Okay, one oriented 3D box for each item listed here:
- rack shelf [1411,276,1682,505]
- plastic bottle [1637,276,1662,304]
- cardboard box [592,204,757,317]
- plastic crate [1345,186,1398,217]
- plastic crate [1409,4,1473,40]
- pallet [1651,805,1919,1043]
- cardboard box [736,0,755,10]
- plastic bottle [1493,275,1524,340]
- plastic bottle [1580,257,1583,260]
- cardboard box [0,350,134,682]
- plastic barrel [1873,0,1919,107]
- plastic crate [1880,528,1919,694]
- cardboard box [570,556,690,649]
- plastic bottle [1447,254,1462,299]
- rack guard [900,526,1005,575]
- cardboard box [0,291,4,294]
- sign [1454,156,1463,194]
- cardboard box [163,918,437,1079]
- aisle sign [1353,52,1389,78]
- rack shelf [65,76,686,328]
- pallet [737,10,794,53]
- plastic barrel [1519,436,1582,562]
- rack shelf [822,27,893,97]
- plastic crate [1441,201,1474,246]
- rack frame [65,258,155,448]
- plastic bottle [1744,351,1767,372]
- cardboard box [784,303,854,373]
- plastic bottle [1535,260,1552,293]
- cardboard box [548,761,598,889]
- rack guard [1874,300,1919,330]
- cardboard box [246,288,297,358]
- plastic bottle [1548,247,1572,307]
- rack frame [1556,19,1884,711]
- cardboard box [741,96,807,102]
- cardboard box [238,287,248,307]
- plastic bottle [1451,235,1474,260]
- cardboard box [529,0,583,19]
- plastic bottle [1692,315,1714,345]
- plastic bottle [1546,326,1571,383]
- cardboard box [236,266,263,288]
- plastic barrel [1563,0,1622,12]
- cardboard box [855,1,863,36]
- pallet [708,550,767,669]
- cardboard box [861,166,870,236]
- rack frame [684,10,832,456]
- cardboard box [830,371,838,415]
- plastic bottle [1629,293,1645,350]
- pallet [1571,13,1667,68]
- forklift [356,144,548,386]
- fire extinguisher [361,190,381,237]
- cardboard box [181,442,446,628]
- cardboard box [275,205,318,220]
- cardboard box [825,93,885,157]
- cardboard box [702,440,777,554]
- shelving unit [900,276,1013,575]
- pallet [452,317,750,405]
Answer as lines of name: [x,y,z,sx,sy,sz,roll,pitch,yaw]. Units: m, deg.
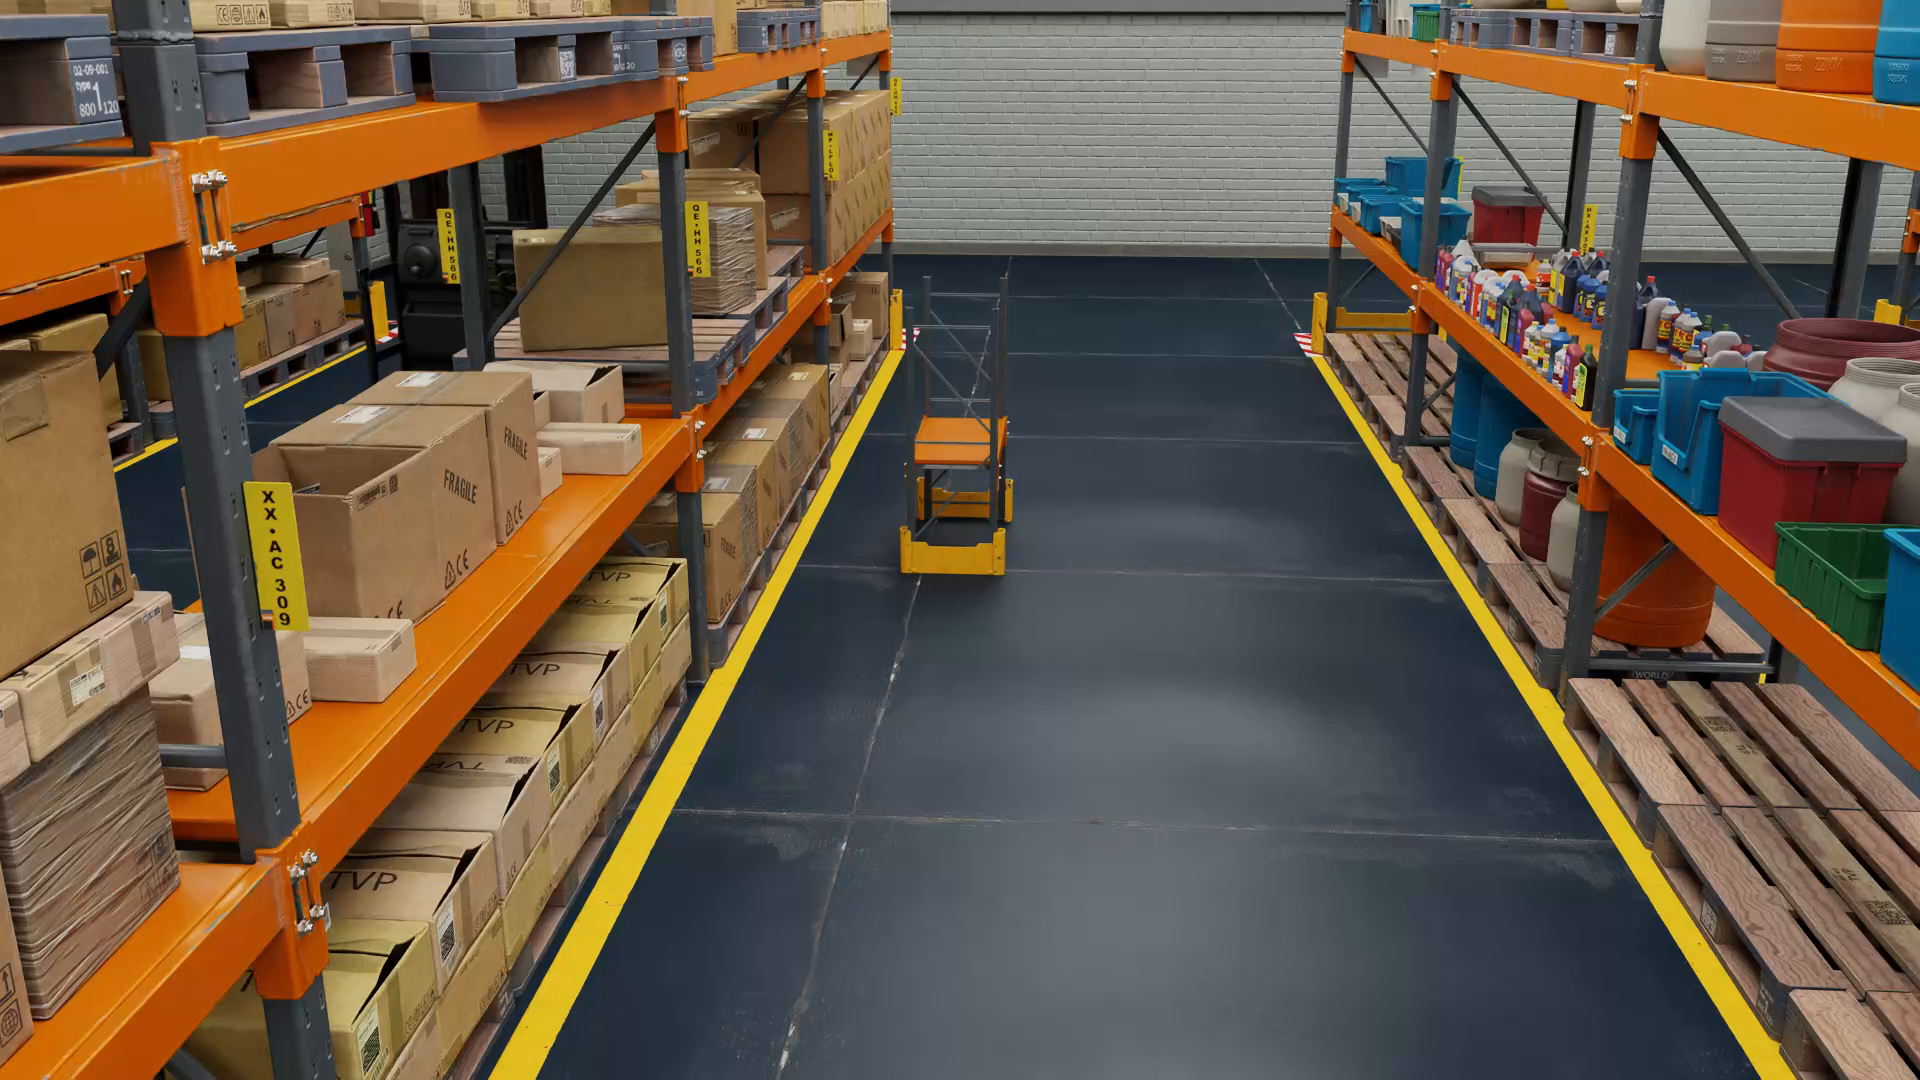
rack shelf: [3.389,-0.936,9.118,1.077,0.370,4.000,1,18,4]
plastic bottle: [3.714,-1.241,8.972,0.144,0.351,0.185,1,18,4]
cardboard box: [-1.506,-1.494,8.829,0.700,0.500,0.500,5,19,14]
plastic crate: [3.426,-2.817,13.875,0.416,0.233,0.300,1,18,4]
plastic crate: [3.279,-3.535,11.346,0.416,0.233,0.300,1,18,4]
pallet: [3.061,1.286,5.660,1.003,0.211,1.213,1,18,4]
cardboard box: [-1.543,-3.368,9.572,0.600,0.600,0.600,1,18,3]
plastic bottle: [3.007,-1.271,9.064,0.144,0.351,0.185,1,18,4]
plastic bottle: [3.800,-1.597,10.179,0.152,0.276,0.135,1,18,4]
cardboard box: [-2.007,-0.052,3.022,0.700,0.500,0.500,1,18,4]
plastic barrel: [2.873,-1.647,4.511,0.600,0.901,0.708,1,18,4]
plastic crate: [2.728,0.243,4.389,0.392,0.384,0.575,1,18,4]
cardboard box: [-1.487,0.240,7.214,0.500,0.311,0.500,2,18,5]
plastic bottle: [3.074,-1.626,10.274,0.097,0.271,0.097,0,18,0]
rack guard: [-0.041,0.060,9.340,0.587,0.250,0.087,1,18,4]
cardboard box: [-6.193,-1.583,10.308,0.380,0.149,0.250,1,18,4]
sign: [4.369,-3.212,14.646,0.100,0.325,0.005,1,18,4]
cardboard box: [-1.703,1.191,4.310,0.500,0.311,0.500,1,18,4]
aisle sign: [3.528,-4.406,14.377,0.394,0.787,0.004,1,18,4]
rack shelf: [-1.838,-1.231,5.201,1.077,0.370,4.000,1,18,4]
pallet: [-1.596,-2.824,9.209,1.213,0.211,1.003,1,18,4]
plastic barrel: [3.345,-0.214,8.956,0.600,0.588,0.708,1,18,4]
rack shelf: [-1.265,-3.716,12.784,1.077,0.370,4.000,1,18,4]
plastic crate: [3.826,-2.342,12.346,0.437,0.282,0.530,1,18,4]
rack frame: [-6.349,-2.120,11.577,1.000,3.000,0.127,1,18,4]
plastic bottle: [3.599,-0.725,7.518,0.152,0.276,0.135,1,18,4]
cardboard box: [-1.279,-1.617,13.344,0.797,0.503,0.637,1,18,4]
plastic bottle: [3.701,-1.672,10.528,0.097,0.201,0.097,0,18,0]
cardboard box: [-1.596,0.983,5.846,0.500,0.250,0.500,2,18,5]
rack guard: [8.761,-1.851,14.768,1.175,0.500,0.348,1,18,4]
cardboard box: [-6.084,-1.843,14.071,0.700,0.500,0.500,1,18,2]
plastic bottle: [3.649,-1.586,10.026,0.144,0.351,0.185,1,18,4]
rack frame: [3.246,-0.657,7.111,1.000,3.000,0.127,1,18,4]
cardboard box: [-1.487,-3.326,13.491,0.500,0.500,0.500,2,18,5]
cardboard box: [-5.950,-1.935,13.309,0.380,0.149,0.250,1,18,2]
plastic bottle: [3.181,-1.761,10.560,0.144,0.351,0.185,1,18,4]
cardboard box: [-1.691,-2.017,6.011,0.500,0.250,0.500,2,18,5]
plastic bottle: [3.704,-0.985,8.298,0.061,0.283,0.133,1,18,4]
plastic bottle: [2.906,-0.899,8.055,0.097,0.271,0.097,0,18,0]
cardboard box: [-6.257,-2.271,14.336,0.380,0.149,0.250,1,18,4]
plastic barrel: [3.222,-2.900,8.248,0.433,0.535,0.433,0,18,0]
cardboard box: [-1.017,-3.976,12.665,0.500,0.250,0.500,1,18,4]
pallet: [-1.604,0.325,8.591,1.003,0.211,1.213,1,18,4]
cardboard box: [-0.993,-2.683,13.134,0.500,0.500,0.500,1,18,3]
rack frame: [-1.408,-2.011,11.243,1.000,3.000,0.127,1,18,4]
cardboard box: [-1.162,-1.068,11.976,0.500,0.311,0.500,1,18,4]
plastic bottle: [3.552,-1.203,8.855,0.144,0.351,0.185,1,18,4]
pallet: [3.398,-2.228,7.391,1.003,0.211,1.213,1,18,4]
forklift: [-3.447,-1.962,11.204,1.130,2.935,3.031,3,18,9]
fire extinguisher: [-5.591,-3.185,15.550,0.296,0.674,0.183,1,18,4]
cardboard box: [-1.872,0.024,4.871,0.500,0.500,0.500,3,18,8]
cardboard box: [-6.130,-3.120,14.147,0.980,0.700,0.700,1,18,3]
cardboard box: [-0.914,-3.475,13.944,0.500,0.500,0.500,2,18,5]
cardboard box: [-1.304,-0.243,9.156,0.500,0.500,0.500,1,18,3]
shelving unit: [-0.005,-0.689,9.617,0.587,1.500,1.083,1,18,4]
pallet: [-1.716,-0.890,8.129,1.213,0.211,1.003,1,18,4]
